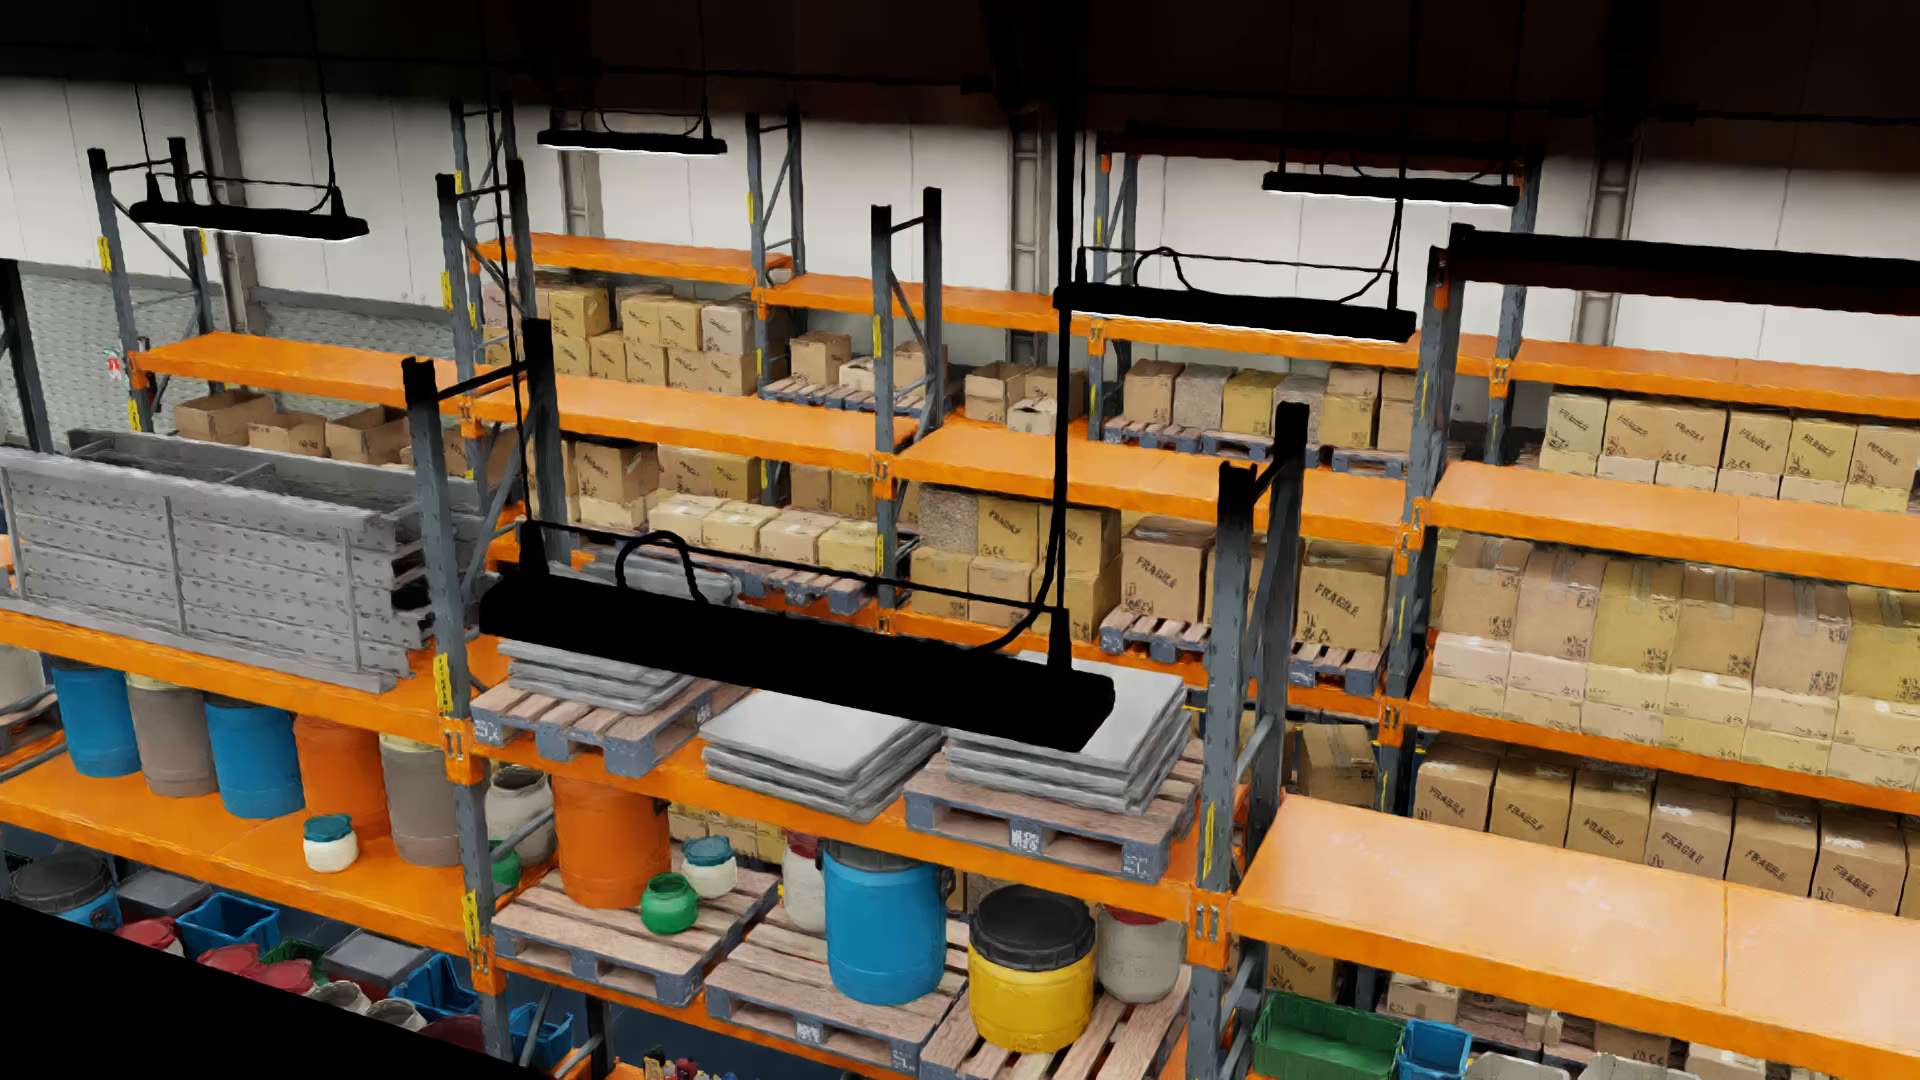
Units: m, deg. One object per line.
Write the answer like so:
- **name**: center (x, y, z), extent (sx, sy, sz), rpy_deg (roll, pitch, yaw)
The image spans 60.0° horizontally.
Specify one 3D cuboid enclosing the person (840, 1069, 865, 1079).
- **person**: center (-0.527, 3.335, 11.495), extent (1.088, 1.589, 0.447), rpy_deg (10, 23, 25)
